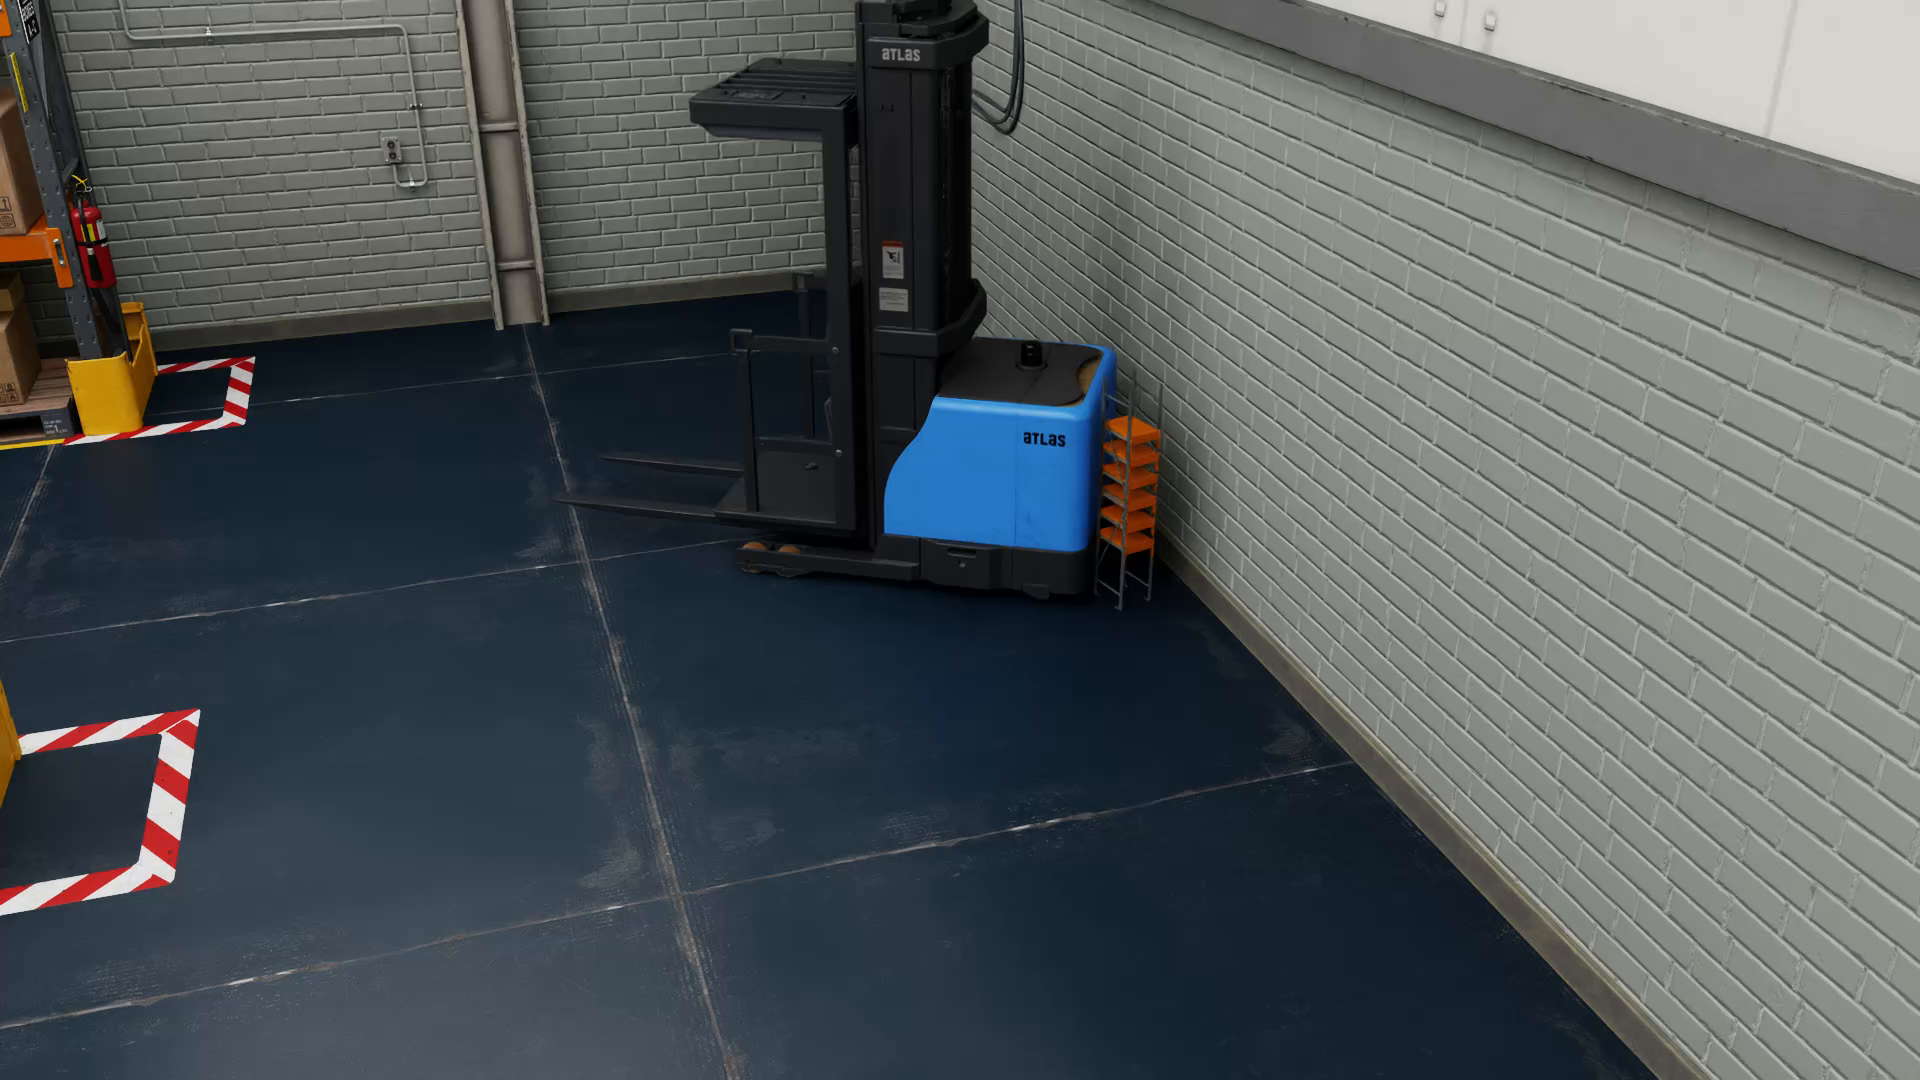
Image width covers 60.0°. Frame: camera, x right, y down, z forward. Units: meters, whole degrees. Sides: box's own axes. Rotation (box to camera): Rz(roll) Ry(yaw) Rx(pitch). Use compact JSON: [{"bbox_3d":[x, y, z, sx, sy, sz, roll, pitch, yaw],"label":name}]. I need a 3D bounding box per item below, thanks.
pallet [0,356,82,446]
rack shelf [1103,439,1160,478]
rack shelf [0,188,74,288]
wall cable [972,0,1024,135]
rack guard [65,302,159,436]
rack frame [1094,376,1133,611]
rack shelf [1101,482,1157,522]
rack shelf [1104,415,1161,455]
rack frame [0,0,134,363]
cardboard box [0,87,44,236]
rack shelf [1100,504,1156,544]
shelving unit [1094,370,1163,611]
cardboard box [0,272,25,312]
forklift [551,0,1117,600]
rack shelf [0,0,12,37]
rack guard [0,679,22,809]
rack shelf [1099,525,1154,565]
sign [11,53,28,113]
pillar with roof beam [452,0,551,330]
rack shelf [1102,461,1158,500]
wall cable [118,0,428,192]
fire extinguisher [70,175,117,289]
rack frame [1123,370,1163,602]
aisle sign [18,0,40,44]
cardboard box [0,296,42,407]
[{"bbox_3d":[-6.353,-0.871,10.768,1.213,0.211,1.003,-8,28,-16],"label":"pallet"},{"bbox_3d":[0.845,-0.417,8.300,0.180,0.103,0.258,-15,30,-28],"label":"rack shelf"},{"bbox_3d":[-7.518,-1.666,10.041,4.000,0.370,1.077,-8,28,-16],"label":"rack shelf"},{"bbox_3d":[-0.128,-4.188,11.057,0.112,2.526,3.097,-8,28,-16],"label":"wall cable"},{"bbox_3d":[-5.594,-1.147,10.999,0.348,0.500,1.175,-8,28,-16],"label":"rack guard"},{"bbox_3d":[0.766,-0.220,8.345,0.006,1.200,0.240,-15,30,-28],"label":"rack frame"},{"bbox_3d":[0.845,-0.202,8.407,0.180,0.103,0.258,-15,30,-28],"label":"rack shelf"},{"bbox_3d":[0.845,-0.524,8.247,0.180,0.103,0.258,-15,30,-28],"label":"rack shelf"},{"bbox_3d":[-5.617,-2.264,10.436,0.127,3.000,1.000,-8,28,-16],"label":"rack frame"},{"bbox_3d":[-6.099,-2.323,10.219,0.700,0.700,0.980,-7,27,-14],"label":"cardboard box"},{"bbox_3d":[0.845,-0.094,8.460,0.180,0.103,0.258,-15,30,-28],"label":"rack shelf"},{"bbox_3d":[0.845,-0.241,8.387,0.189,1.200,0.258,-15,30,-28],"label":"shelving unit"},{"bbox_3d":[-6.195,-1.586,10.680,0.250,0.149,0.380,-8,28,-16],"label":"cardboard box"},{"bbox_3d":[-0.720,-1.335,8.642,3.031,2.935,1.130,6,27,12],"label":"forklift"},{"bbox_3d":[-7.518,-3.009,9.374,4.000,0.370,1.077,-8,28,-16],"label":"rack shelf"},{"bbox_3d":[-4.151,0.960,6.753,0.348,0.500,1.175,-8,28,-16],"label":"rack guard"},{"bbox_3d":[0.845,0.013,8.514,0.180,0.103,0.258,-15,30,-28],"label":"rack shelf"},{"bbox_3d":[-5.462,-2.657,9.660,0.005,0.325,0.100,-8,28,-16],"label":"sign"},{"bbox_3d":[-1.984,-3.868,6.921,0.400,9.000,9.100,-8,28,-16],"label":"pillar with roof beam"},{"bbox_3d":[0.845,-0.309,8.353,0.180,0.103,0.258,-15,30,-28],"label":"rack shelf"},{"bbox_3d":[-4.692,-3.295,11.371,1.851,1.984,0.084,-8,28,-16],"label":"wall cable"},{"bbox_3d":[-5.330,-1.888,10.185,0.183,0.674,0.296,-8,28,-16],"label":"fire extinguisher"},{"bbox_3d":[0.923,-0.263,8.429,0.006,1.200,0.240,-15,30,-28],"label":"rack frame"},{"bbox_3d":[-5.455,-3.311,9.623,0.004,0.787,0.394,-8,28,-16],"label":"aisle sign"},{"bbox_3d":[-6.251,-1.193,10.619,0.500,0.500,0.700,-8,28,-16],"label":"cardboard box"}]
